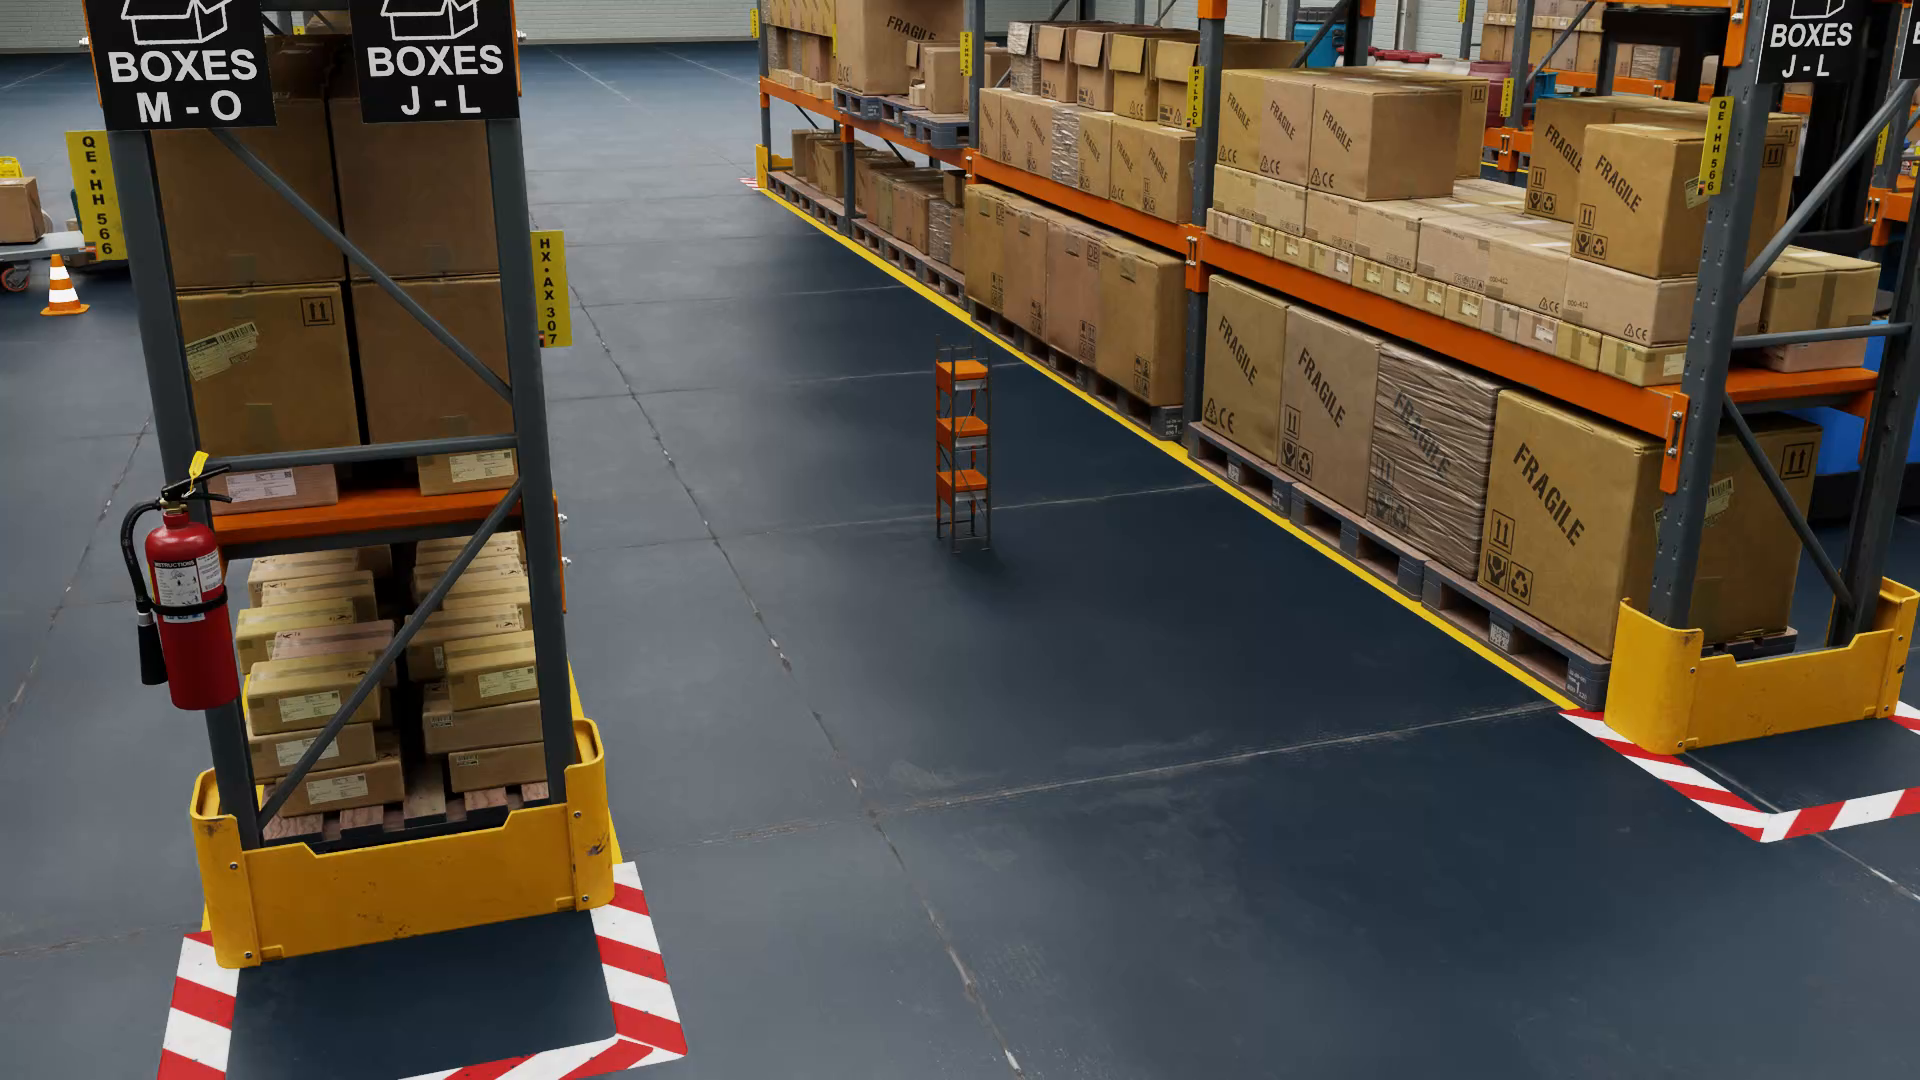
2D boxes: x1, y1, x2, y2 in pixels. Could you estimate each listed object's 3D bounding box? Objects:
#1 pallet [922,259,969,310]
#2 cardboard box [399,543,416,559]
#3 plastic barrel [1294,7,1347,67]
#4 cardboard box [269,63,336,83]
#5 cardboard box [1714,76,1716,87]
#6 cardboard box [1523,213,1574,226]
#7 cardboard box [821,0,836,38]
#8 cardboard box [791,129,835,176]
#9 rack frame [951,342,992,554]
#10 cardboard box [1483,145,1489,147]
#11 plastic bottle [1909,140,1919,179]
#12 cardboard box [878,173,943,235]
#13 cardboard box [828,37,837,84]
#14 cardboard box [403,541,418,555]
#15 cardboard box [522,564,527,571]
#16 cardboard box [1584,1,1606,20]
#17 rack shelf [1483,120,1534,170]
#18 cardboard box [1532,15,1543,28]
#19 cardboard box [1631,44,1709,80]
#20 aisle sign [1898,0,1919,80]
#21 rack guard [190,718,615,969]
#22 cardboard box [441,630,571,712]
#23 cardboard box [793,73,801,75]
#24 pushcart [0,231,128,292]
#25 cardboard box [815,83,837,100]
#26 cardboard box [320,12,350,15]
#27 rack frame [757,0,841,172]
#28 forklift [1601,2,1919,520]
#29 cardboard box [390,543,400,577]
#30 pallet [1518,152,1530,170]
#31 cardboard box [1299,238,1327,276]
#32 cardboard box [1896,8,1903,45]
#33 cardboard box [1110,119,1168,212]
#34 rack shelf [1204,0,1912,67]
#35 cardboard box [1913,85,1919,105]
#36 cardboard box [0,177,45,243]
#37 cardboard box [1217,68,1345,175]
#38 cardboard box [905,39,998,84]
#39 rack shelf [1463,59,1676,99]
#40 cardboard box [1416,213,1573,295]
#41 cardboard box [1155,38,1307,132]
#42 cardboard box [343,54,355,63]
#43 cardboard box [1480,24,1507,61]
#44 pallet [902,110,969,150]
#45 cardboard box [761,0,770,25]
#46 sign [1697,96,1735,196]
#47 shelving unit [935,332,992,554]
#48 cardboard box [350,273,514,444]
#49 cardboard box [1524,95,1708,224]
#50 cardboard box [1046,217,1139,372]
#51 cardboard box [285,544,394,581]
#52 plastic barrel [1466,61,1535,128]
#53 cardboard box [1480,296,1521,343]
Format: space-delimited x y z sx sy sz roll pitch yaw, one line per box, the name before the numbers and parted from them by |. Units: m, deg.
pallet | 0.319 -2.235 14.327 1.003 0.211 1.213 -6 21 -17
cardboard box | -2.128 0.072 6.935 0.380 0.149 0.250 -5 20 -15
plastic barrel | 3.842 -5.186 17.676 0.600 0.901 0.708 -6 21 -17
cardboard box | -2.374 -1.341 5.646 0.500 0.500 0.500 -5 20 -14
cardboard box | 8.796 -5.207 18.848 0.380 0.149 0.250 -6 21 -17
cardboard box | 2.859 -1.309 7.405 0.500 0.250 0.500 -7 21 -19
cardboard box | -1.096 -5.353 16.815 0.500 0.500 0.500 -6 21 -17
cardboard box | -1.771 -4.683 20.093 0.500 0.500 0.500 -3 20 -7
rack frame | 0.055 -0.438 8.082 0.200 1.050 0.008 -6 21 -17
cardboard box | 7.412 -5.623 23.080 0.500 0.250 0.500 -6 21 -17
plastic bottle | 6.707 -2.676 11.503 0.144 0.351 0.185 -6 21 -17
cardboard box | -0.389 -3.256 16.092 0.700 0.500 0.500 -7 21 -18
cardboard box | -0.900 -5.082 17.541 0.875 0.500 0.500 -6 21 -17
cardboard box | -2.107 -0.065 6.877 0.380 0.149 0.250 -6 21 -17
cardboard box | -2.147 0.048 7.443 0.380 0.149 0.250 -6 21 -17
cardboard box | 8.250 -6.753 20.714 0.700 0.500 0.500 -6 21 -17
rack shelf | 4.637 -4.126 16.530 1.077 0.370 4.000 -6 21 -17
cardboard box | 7.699 -6.787 21.768 0.380 0.149 0.250 -7 21 -19
cardboard box | 8.566 -5.820 20.035 0.700 0.500 0.500 -7 21 -19
aisle sign | 3.385 -1.961 5.594 0.394 0.787 0.004 -6 21 -17
rack guard | -1.686 0.917 5.123 1.175 0.500 0.348 -6 21 -17
cardboard box | -1.504 0.425 5.511 0.380 0.149 0.250 -7 21 -20
cardboard box | -1.688 -5.228 18.907 0.380 0.149 0.250 -6 21 -17
pushcart | -7.953 -2.551 14.961 1.648 0.377 0.936 -15 25 -36
cardboard box | -1.316 -4.736 17.536 0.380 0.149 0.250 -6 21 -17
cardboard box | -4.950 -4.117 13.815 0.700 0.500 0.500 -6 21 -17
rack frame | -1.951 -5.864 20.304 1.000 3.000 0.127 -6 21 -17
forklift | 4.273 -1.944 9.492 1.130 2.935 3.031 -7 21 -19
cardboard box | -2.654 0.095 7.310 0.380 0.149 0.250 -7 21 -20
pallet | 8.114 -4.971 21.944 1.003 0.211 1.213 -6 21 -17
cardboard box | 1.929 -1.429 8.330 0.380 0.149 0.250 -7 21 -18
cardboard box | 12.661 -6.892 22.250 0.500 0.500 0.500 -7 21 -19
cardboard box | 1.266 -2.340 10.347 0.500 0.500 0.500 -6 21 -16
rack shelf | 2.449 -2.444 7.411 1.077 0.370 4.000 -6 21 -17
cardboard box | 9.872 -4.613 16.955 0.500 0.311 0.500 -7 21 -18
cardboard box | -8.421 -2.906 14.647 0.500 0.500 0.500 -6 21 -17
cardboard box | 1.729 -2.254 8.928 0.500 0.500 0.500 -6 21 -17
cardboard box | -0.061 -4.280 15.120 0.797 0.503 0.637 -4 20 -12
rack shelf | 8.083 -5.935 21.566 1.077 0.370 4.000 -6 21 -17
cardboard box | 2.355 -1.252 7.247 0.500 0.250 0.500 -7 21 -19
cardboard box | 1.612 -2.736 9.965 0.797 0.503 0.637 -7 21 -19
cardboard box | -2.022 -1.558 6.250 0.500 0.500 0.500 -7 21 -19
cardboard box | 7.589 -6.811 22.793 0.700 0.500 0.500 -6 21 -17
pallet | 0.238 -3.423 13.794 1.213 0.211 1.003 -6 21 -17
cardboard box | -2.037 -6.316 19.496 0.500 0.500 0.500 -6 21 -17
sign | 2.559 -1.332 5.625 0.100 0.325 0.005 -6 21 -17
shelving unit | 0.017 -0.477 8.191 0.215 1.050 0.252 -6 21 -17
cardboard box | -1.541 -0.595 5.048 0.500 0.500 0.500 -5 20 -15
cardboard box | 2.858 -1.660 7.274 0.500 0.500 0.500 -7 21 -19
cardboard box | 1.319 -1.700 11.235 1.225 0.875 0.875 -7 21 -19
cardboard box | -2.432 0.064 6.518 0.380 0.149 0.250 -7 21 -19
plastic barrel | 4.832 -4.003 14.924 0.600 0.536 0.708 -6 21 -17
cardboard box | 2.414 -0.935 6.953 0.380 0.149 0.250 -6 21 -16
